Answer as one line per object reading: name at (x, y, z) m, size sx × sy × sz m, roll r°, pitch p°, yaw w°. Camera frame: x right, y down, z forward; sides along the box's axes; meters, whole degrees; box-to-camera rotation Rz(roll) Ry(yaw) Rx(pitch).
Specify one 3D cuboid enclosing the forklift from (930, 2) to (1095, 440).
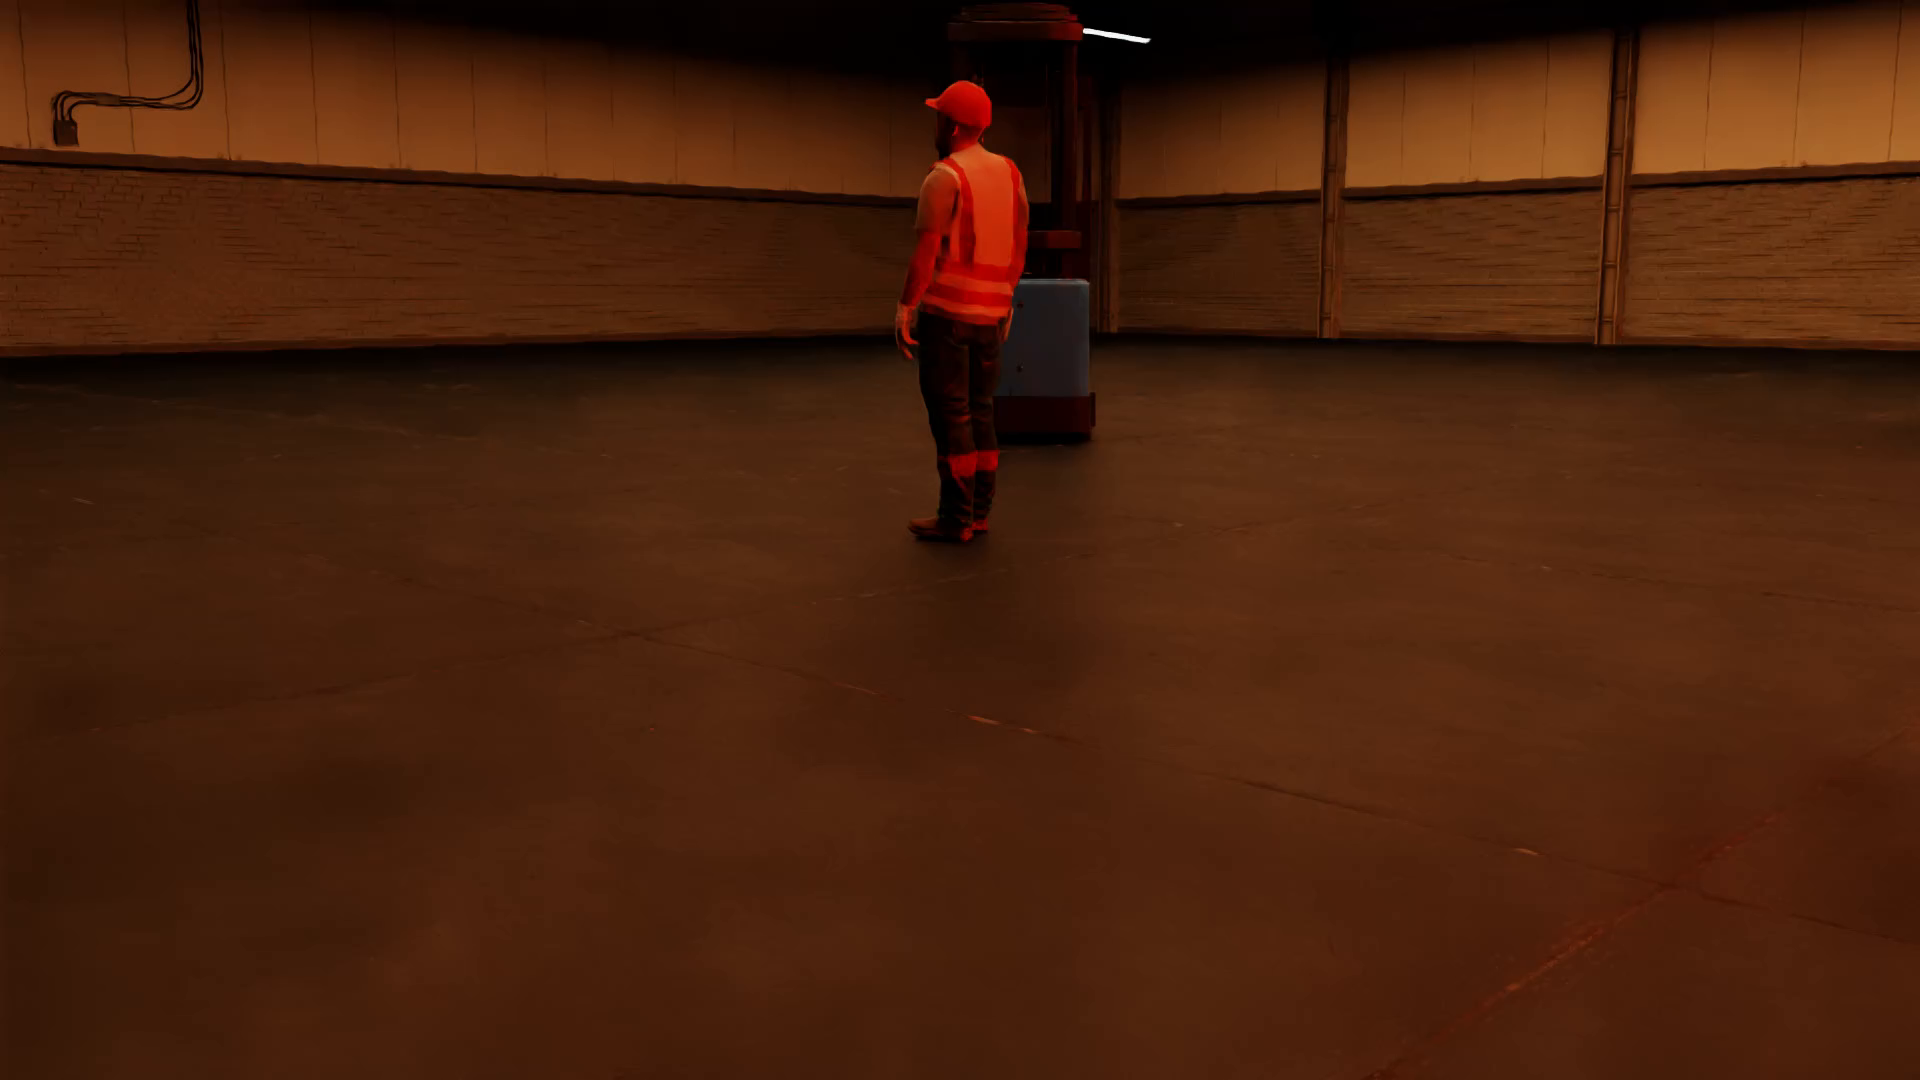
forklift at (0.408, -2.306, 12.188) m, size 1.130 × 2.935 × 3.031 m, roll 0°, pitch 9°, yaw 3°

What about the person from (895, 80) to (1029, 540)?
person at (-0.050, -0.901, 6.646) m, size 0.563 × 1.787 × 0.637 m, roll 8°, pitch 12°, yaw 43°
